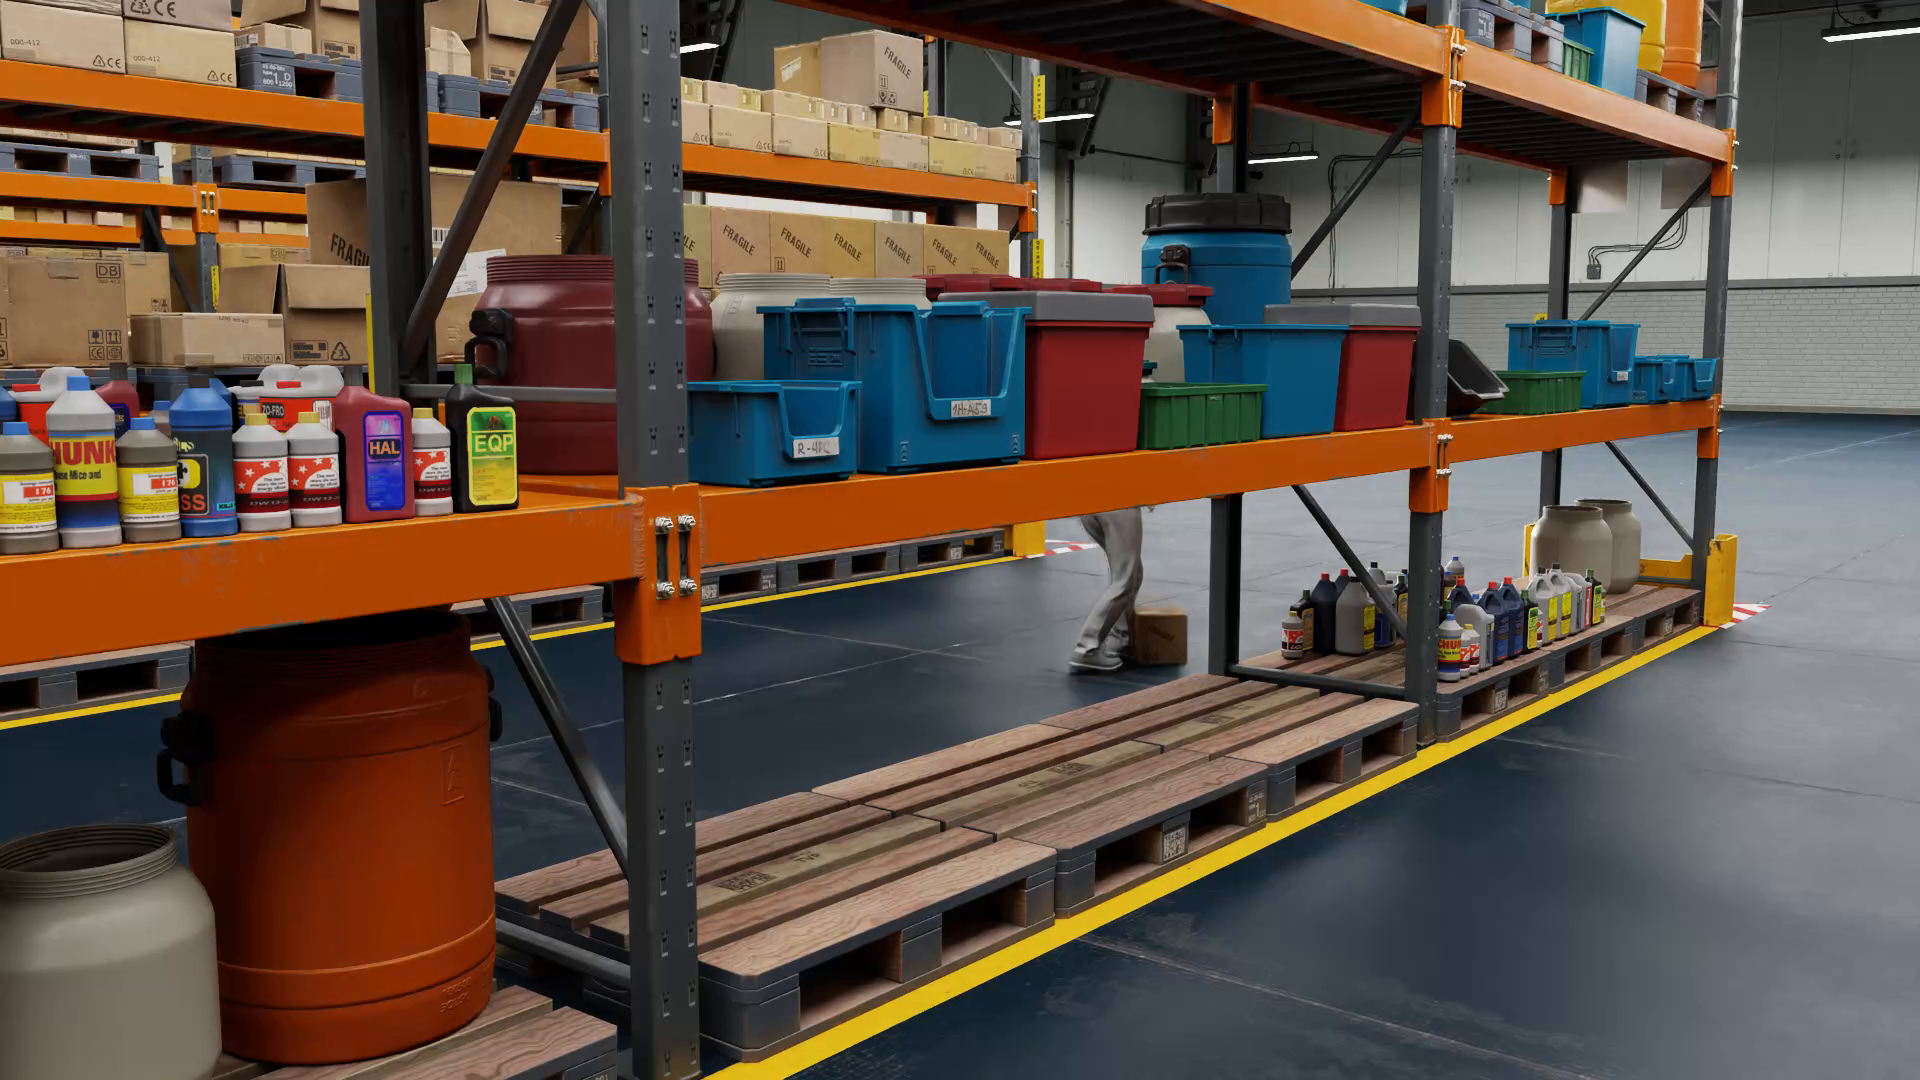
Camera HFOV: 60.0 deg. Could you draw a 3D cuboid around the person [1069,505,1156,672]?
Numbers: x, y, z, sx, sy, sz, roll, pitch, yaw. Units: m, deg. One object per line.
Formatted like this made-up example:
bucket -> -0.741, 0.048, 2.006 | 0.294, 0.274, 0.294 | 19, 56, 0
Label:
person -> 0.784, -0.113, 8.517 | 0.814, 1.483, 0.629 | -5, 9, -39
